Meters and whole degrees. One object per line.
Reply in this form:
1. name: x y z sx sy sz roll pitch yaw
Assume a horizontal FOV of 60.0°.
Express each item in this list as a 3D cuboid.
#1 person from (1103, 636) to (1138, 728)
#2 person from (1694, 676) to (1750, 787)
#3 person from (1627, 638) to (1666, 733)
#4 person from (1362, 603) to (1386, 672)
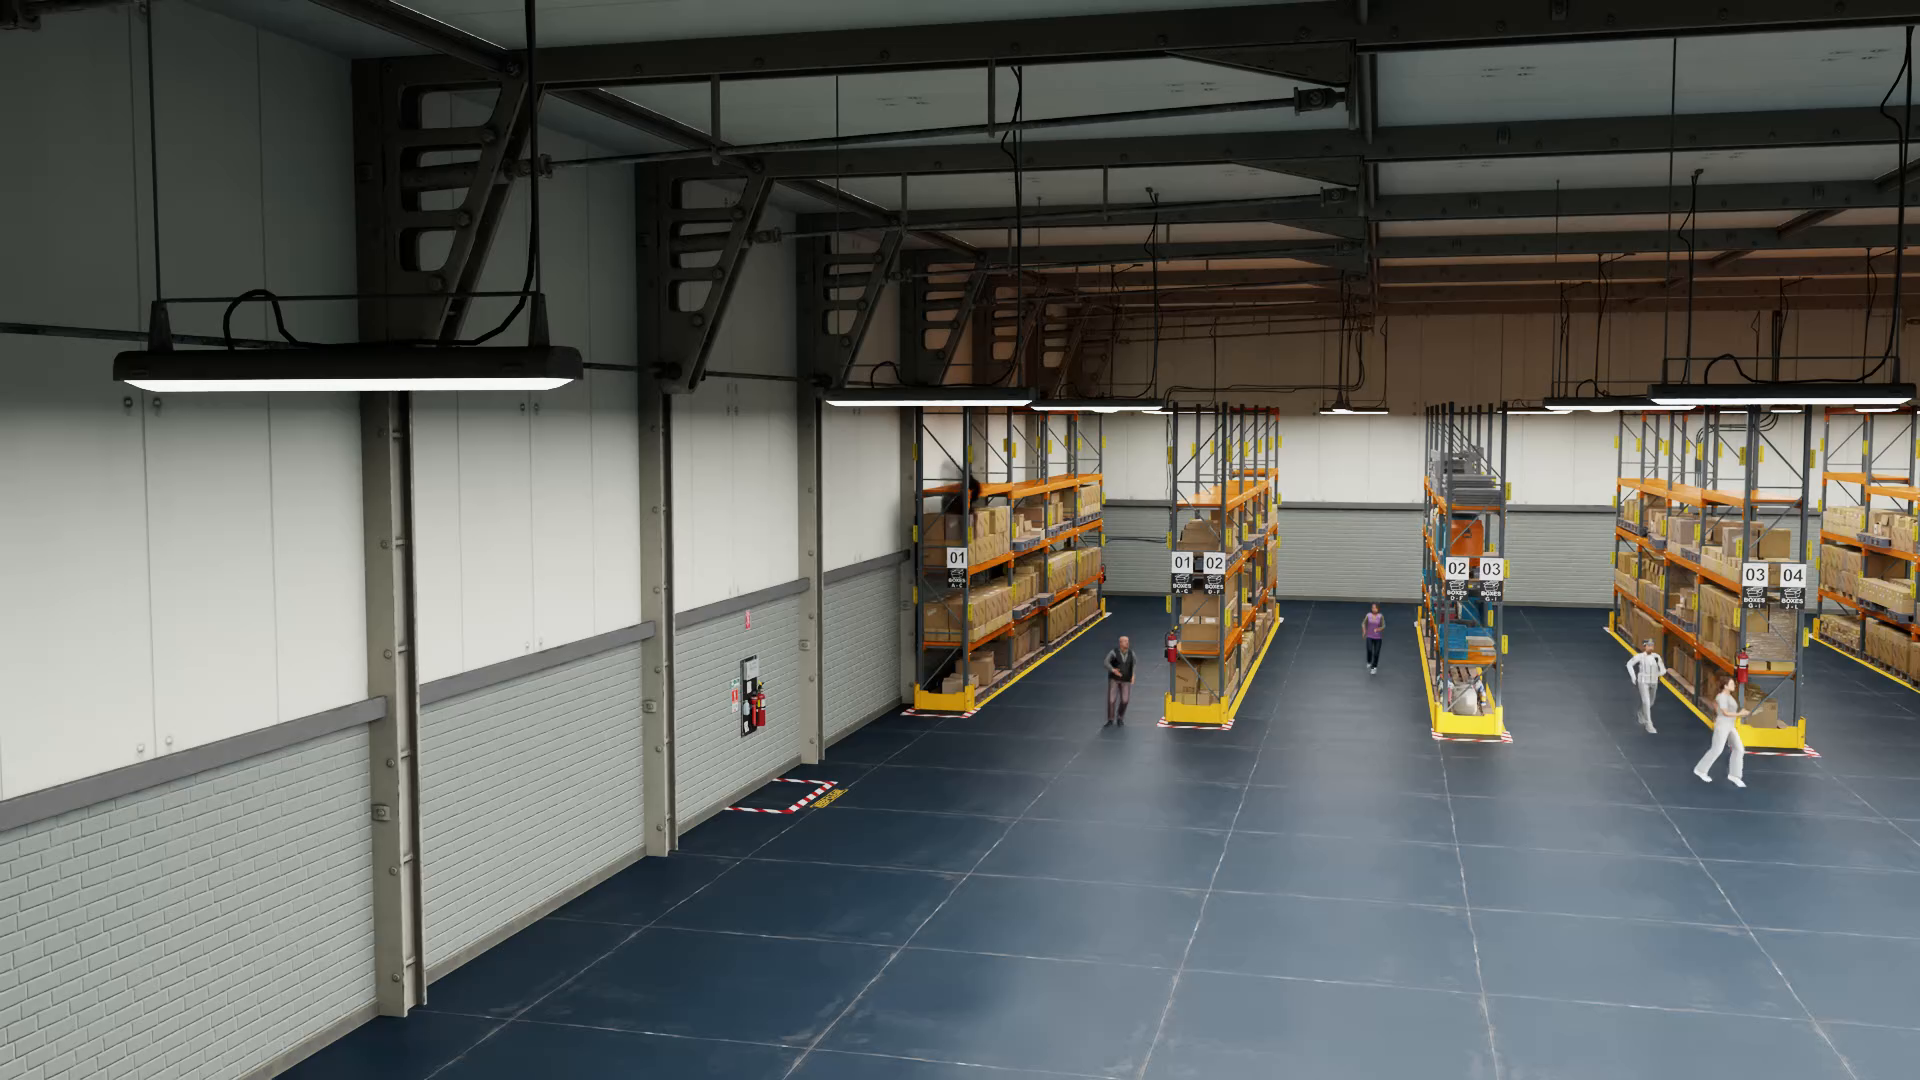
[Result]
1. person: 2.983 2.627 30.778 0.673 1.684 0.602 0 4 -1
2. person: 11.857 2.974 25.856 0.797 1.737 0.554 4 6 41
3. person: 12.532 2.613 30.308 0.625 1.676 0.919 0 4 0
4. person: 9.218 2.195 37.076 0.518 1.561 0.601 1 4 15
